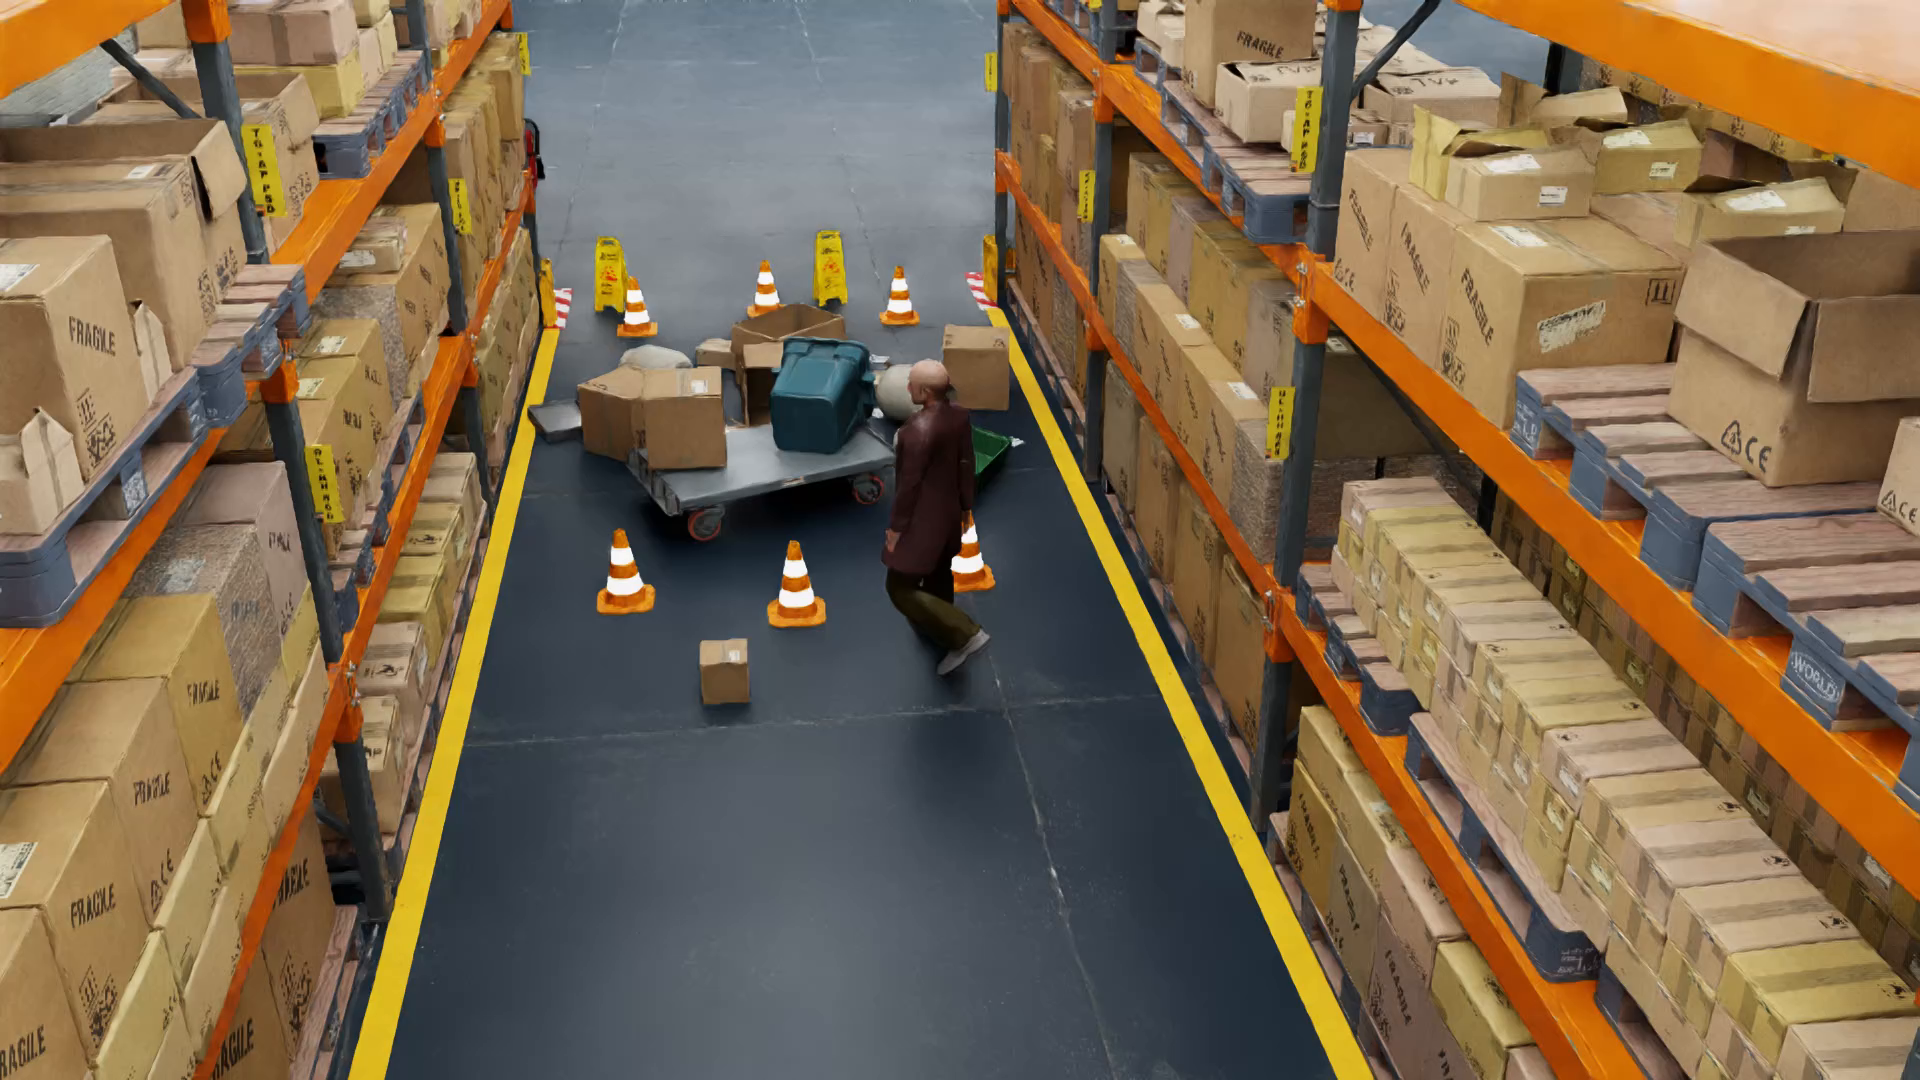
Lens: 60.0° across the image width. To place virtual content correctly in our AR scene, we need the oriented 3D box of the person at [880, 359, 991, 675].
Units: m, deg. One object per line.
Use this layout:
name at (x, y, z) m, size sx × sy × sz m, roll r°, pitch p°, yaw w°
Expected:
person at (-0.106, -0.121, 8.836) m, size 0.703 × 1.770 × 0.697 m, roll 12°, pitch 29°, yaw 22°
